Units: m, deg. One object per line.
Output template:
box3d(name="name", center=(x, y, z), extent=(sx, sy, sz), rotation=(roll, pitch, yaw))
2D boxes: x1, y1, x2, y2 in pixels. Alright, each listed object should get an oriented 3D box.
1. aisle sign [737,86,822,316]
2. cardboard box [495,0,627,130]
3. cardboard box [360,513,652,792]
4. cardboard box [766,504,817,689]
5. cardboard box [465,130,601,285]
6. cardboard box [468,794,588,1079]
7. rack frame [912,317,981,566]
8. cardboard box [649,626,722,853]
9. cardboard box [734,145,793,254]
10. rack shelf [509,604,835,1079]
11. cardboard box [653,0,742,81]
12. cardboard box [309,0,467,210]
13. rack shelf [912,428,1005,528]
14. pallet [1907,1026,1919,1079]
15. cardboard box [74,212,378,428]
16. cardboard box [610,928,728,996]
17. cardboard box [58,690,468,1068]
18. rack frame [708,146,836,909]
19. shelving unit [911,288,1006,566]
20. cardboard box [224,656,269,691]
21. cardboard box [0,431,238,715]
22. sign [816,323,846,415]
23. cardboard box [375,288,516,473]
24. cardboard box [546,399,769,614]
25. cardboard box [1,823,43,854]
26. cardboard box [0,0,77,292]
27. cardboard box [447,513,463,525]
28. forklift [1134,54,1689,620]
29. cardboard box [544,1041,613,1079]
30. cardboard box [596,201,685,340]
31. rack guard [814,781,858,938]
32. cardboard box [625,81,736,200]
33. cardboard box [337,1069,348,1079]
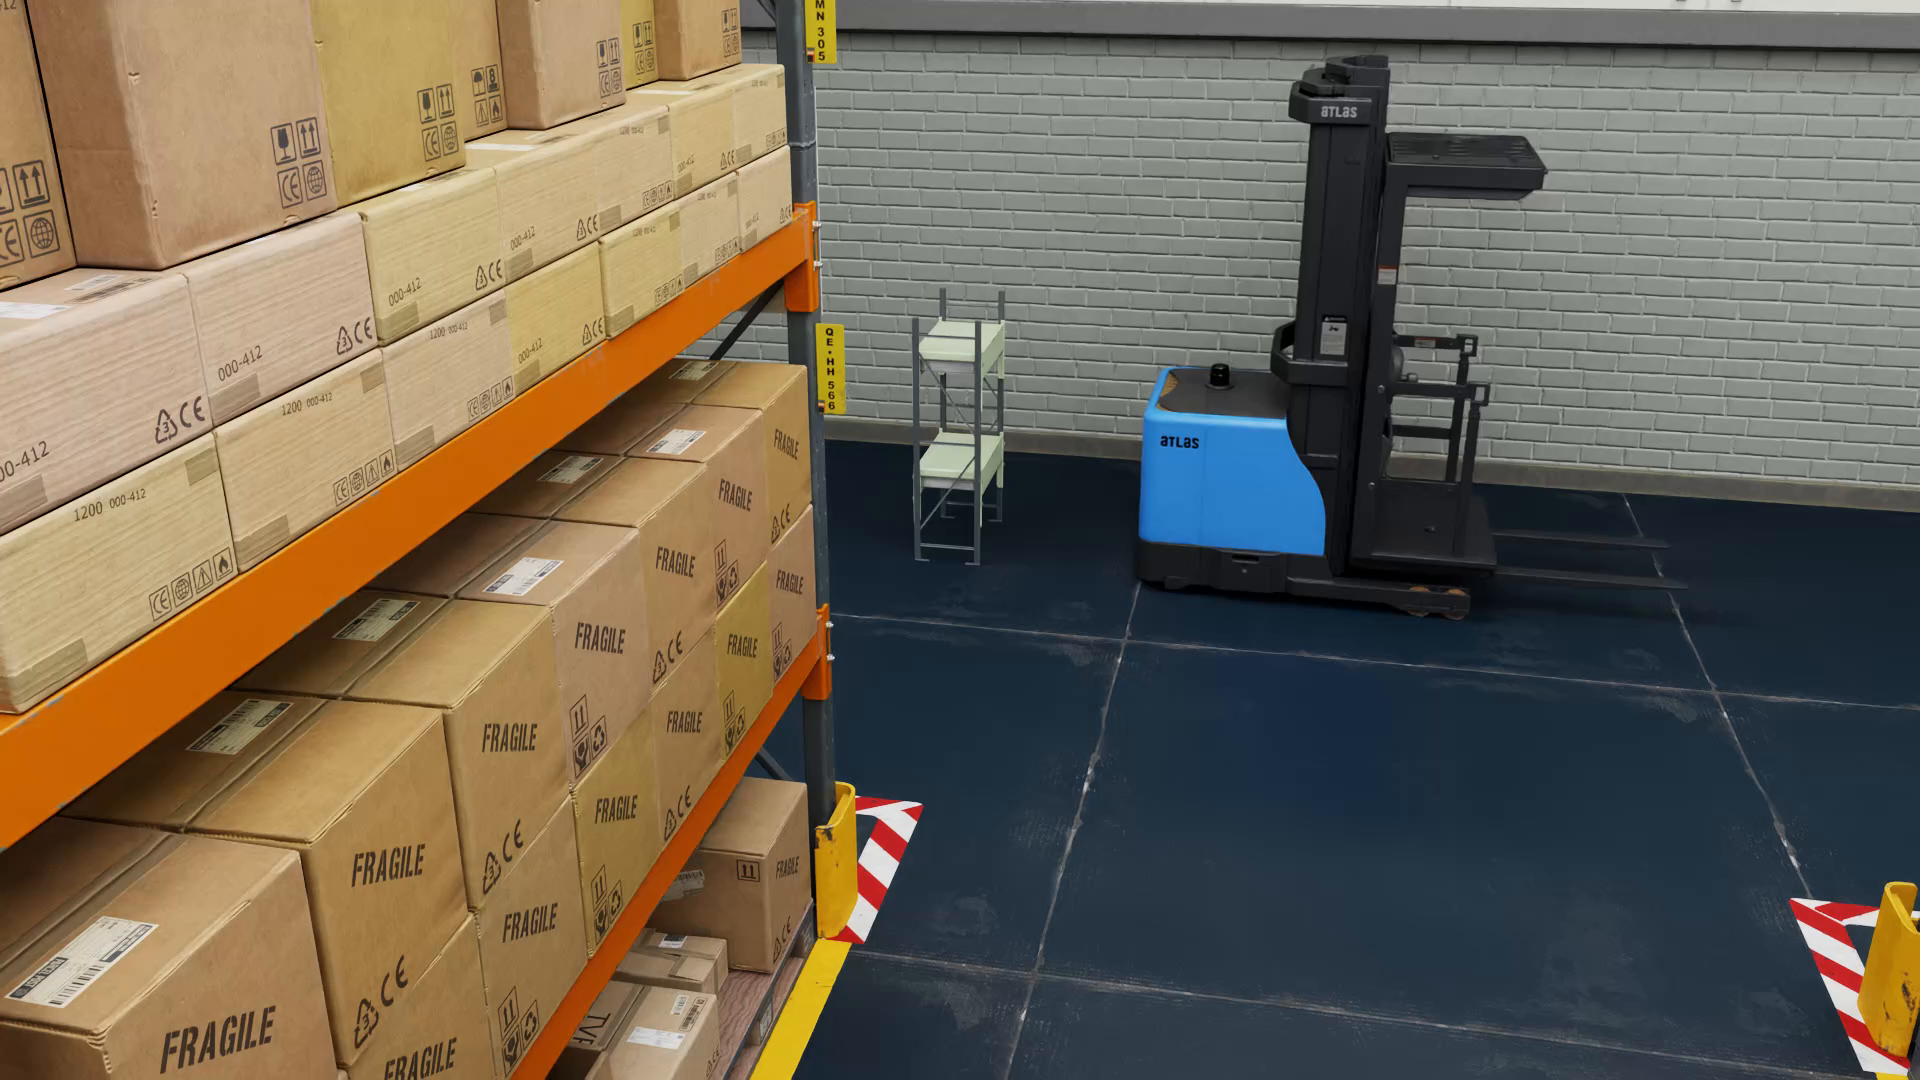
box3d(name="aisle sign", center=(-0.680, -1.175, 5.775), extent=(0.394, 0.787, 0.004), rotation=(4, 22, 11))
box3d(name="cardboard box", center=(-1.265, -1.312, 4.109), extent=(0.700, 0.500, 0.500), rotation=(4, 22, 11))
box3d(name="cardboard box", center=(-1.124, 0.269, 4.198), extent=(0.500, 0.500, 0.500), rotation=(5, 23, 13))
box3d(name="cardboard box", center=(-0.819, 0.171, 5.780), extent=(0.500, 0.500, 0.500), rotation=(5, 23, 13))
box3d(name="cardboard box", center=(-1.152, -0.765, 3.753), extent=(0.500, 0.250, 0.500), rotation=(4, 22, 11))
box3d(name="cardboard box", center=(-1.234, 0.913, 3.936), extent=(0.500, 0.500, 0.500), rotation=(4, 22, 11))
box3d(name="rack frame", center=(-0.076, -0.559, 9.735), extent=(0.400, 1.500, 0.023), rotation=(4, 22, 11))
box3d(name="cardboard box", center=(-1.028, 0.543, 4.856), extent=(0.500, 0.500, 0.500), rotation=(5, 22, 11))
box3d(name="cardboard box", center=(-0.840, -1.081, 5.208), extent=(0.500, 0.250, 0.500), rotation=(4, 22, 11))
box3d(name="rack shelf", center=(-1.402, 1.098, 4.575), extent=(1.077, 0.370, 4.000), rotation=(4, 22, 11))
box3d(name="cardboard box", center=(-1.083, -1.680, 5.021), extent=(0.700, 0.500, 0.500), rotation=(4, 22, 11))
box3d(name="cardboard box", center=(-1.411, -0.942, 3.190), extent=(0.700, 0.500, 0.500), rotation=(4, 22, 11))
box3d(name="rack shelf", center=(-0.001, -0.391, 10.189), extent=(0.431, 0.370, 0.720), rotation=(4, 22, 11))
box3d(name="pallet", center=(3.648, 2.004, 5.095), extent=(1.003, 0.211, 1.213), rotation=(4, 22, 11))
box3d(name="cardboard box", center=(-1.367, -0.400, 2.848), extent=(0.500, 0.250, 0.500), rotation=(4, 22, 11))
box3d(name="cardboard box", center=(-1.034, 1.502, 5.813), extent=(0.380, 0.166, 0.250), rotation=(4, 22, 11))
box3d(name="cardboard box", center=(-1.334, 0.646, 3.262), extent=(0.500, 0.500, 0.500), rotation=(4, 22, 9))
box3d(name="rack frame", center=(-0.994, 0.033, 6.257), extent=(1.000, 3.000, 0.127), rotation=(4, 22, 11))
box3d(name="shelving unit", center=(-0.001, -0.693, 10.067), extent=(0.431, 1.500, 0.755), rotation=(4, 22, 11))
box3d(name="cardboard box", center=(-1.755, 0.409, 3.850), extent=(0.500, 0.500, 0.500), rotation=(5, 22, 11))
box3d(name="cardboard box", center=(-1.468, 0.015, 2.487), extent=(0.500, 0.250, 0.500), rotation=(4, 22, 11))
box3d(name="sign", center=(-0.455, -0.601, 5.858), extent=(0.100, 0.325, 0.005), rotation=(4, 22, 11))
box3d(name="cardboard box", center=(-1.259, -0.350, 3.394), extent=(0.500, 0.250, 0.500), rotation=(4, 22, 11))
box3d(name="cardboard box", center=(-0.918, -0.109, 5.136), extent=(0.500, 0.500, 0.500), rotation=(5, 22, 12))
box3d(name="cardboard box", center=(-1.960, 0.781, 2.927), extent=(0.500, 0.500, 0.500), rotation=(5, 22, 11))
box3d(name="cardboard box", center=(-1.748, -0.587, 2.307), extent=(0.700, 0.500, 0.500), rotation=(4, 22, 11))
box3d(name="cardboard box", center=(-1.549, 0.039, 4.769), extent=(0.500, 0.500, 0.500), rotation=(5, 22, 12))
box3d(name="forklift", center=(2.587, -1.134, 9.245), extent=(3.031, 2.935, 1.130), rotation=(5, 22, 12))
box3d(name="cardboard box", center=(-1.432, 1.762, 4.716), extent=(0.797, 0.503, 0.637), rotation=(4, 22, 11))
box3d(name="cardboard box", center=(-1.042, -0.715, 4.299), extent=(0.500, 0.250, 0.500), rotation=(4, 22, 11))
box3d(name="rack guard", center=(-1.009, 1.220, 6.655), extent=(1.175, 0.500, 0.348), rotation=(4, 22, 11))
box3d(name="cardboard box", center=(-0.951, -1.131, 4.662), extent=(0.500, 0.250, 0.500), rotation=(4, 22, 11))
box3d(name="cardboard box", center=(-1.439, 1.284, 3.017), extent=(0.500, 0.500, 0.500), rotation=(5, 22, 12))
